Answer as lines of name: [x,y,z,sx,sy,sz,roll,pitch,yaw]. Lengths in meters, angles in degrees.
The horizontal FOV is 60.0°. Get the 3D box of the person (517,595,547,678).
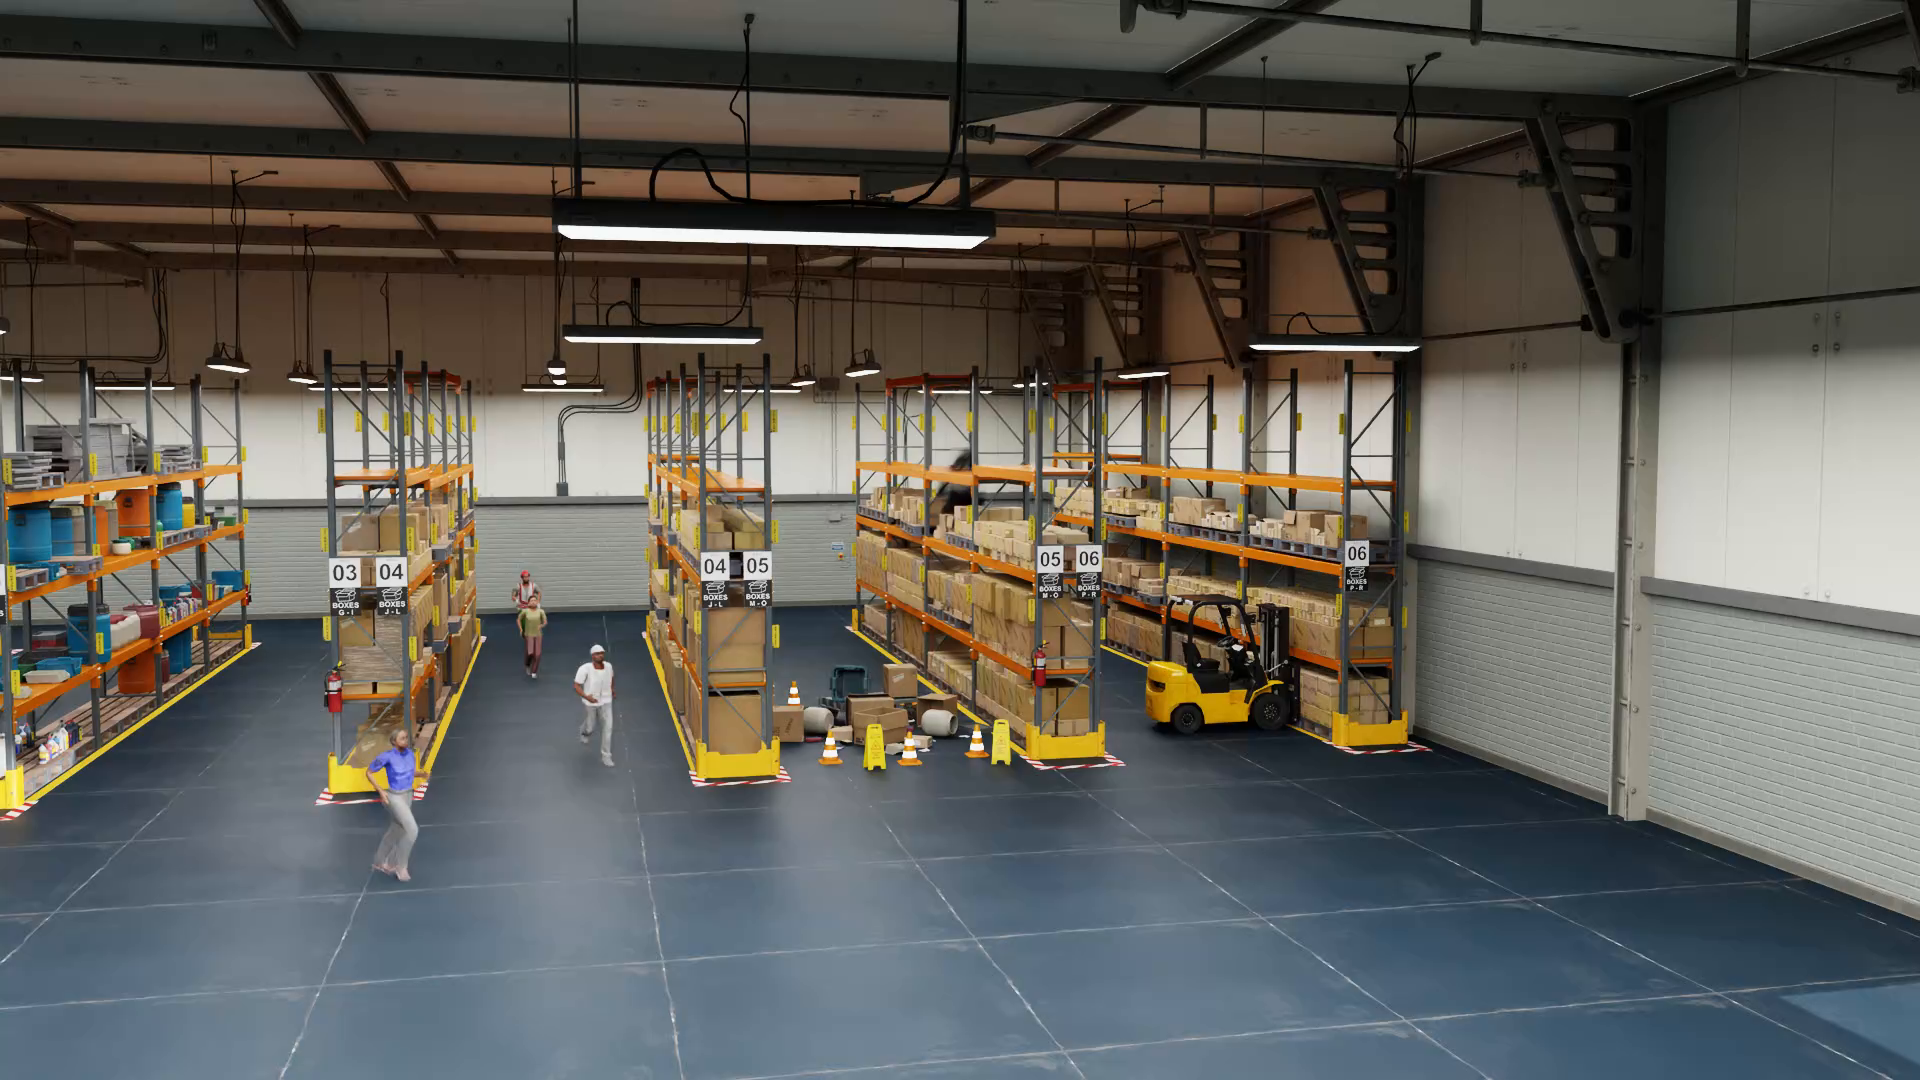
person: [-8.389,1.906,32.697,0.566,1.629,0.550,-2,4,-23]

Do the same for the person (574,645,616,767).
person: [-5.406,2.432,24.696,0.672,1.757,1.091,-2,5,-28]

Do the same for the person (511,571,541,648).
person: [-9.587,1.562,36.760,0.645,1.773,0.665,-1,4,-14]

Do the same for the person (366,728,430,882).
person: [-6.187,2.879,18.370,0.728,1.627,0.545,1,4,18]
